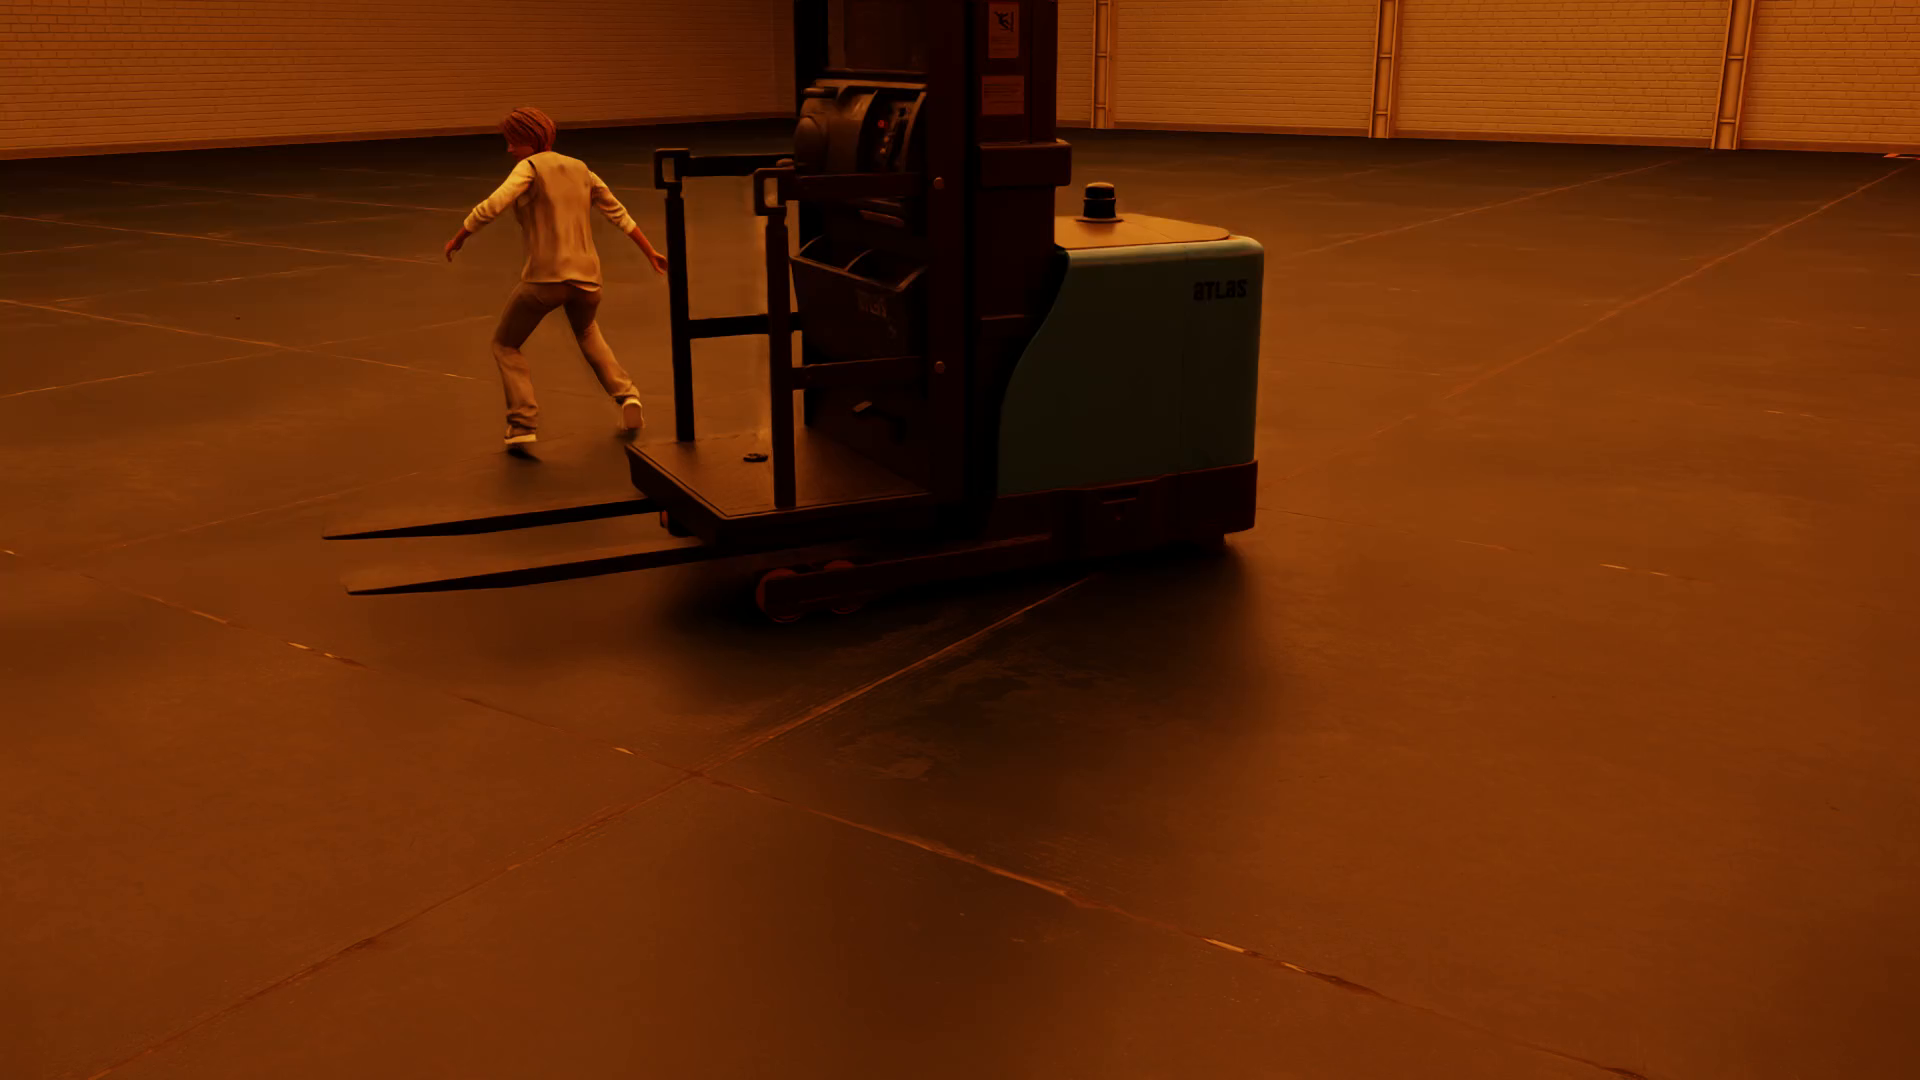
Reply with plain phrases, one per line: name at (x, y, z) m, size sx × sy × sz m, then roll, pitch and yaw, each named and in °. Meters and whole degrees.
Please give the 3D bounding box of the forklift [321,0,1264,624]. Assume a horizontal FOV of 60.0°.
forklift at (-0.512, -1.320, 5.248) m, size 3.031 × 2.935 × 1.130 m, roll -8°, pitch 18°, yaw -25°

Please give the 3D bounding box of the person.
person at (-1.743, -1.124, 7.312) m, size 0.503 × 1.508 × 0.888 m, roll 16°, pitch 23°, yaw 43°
